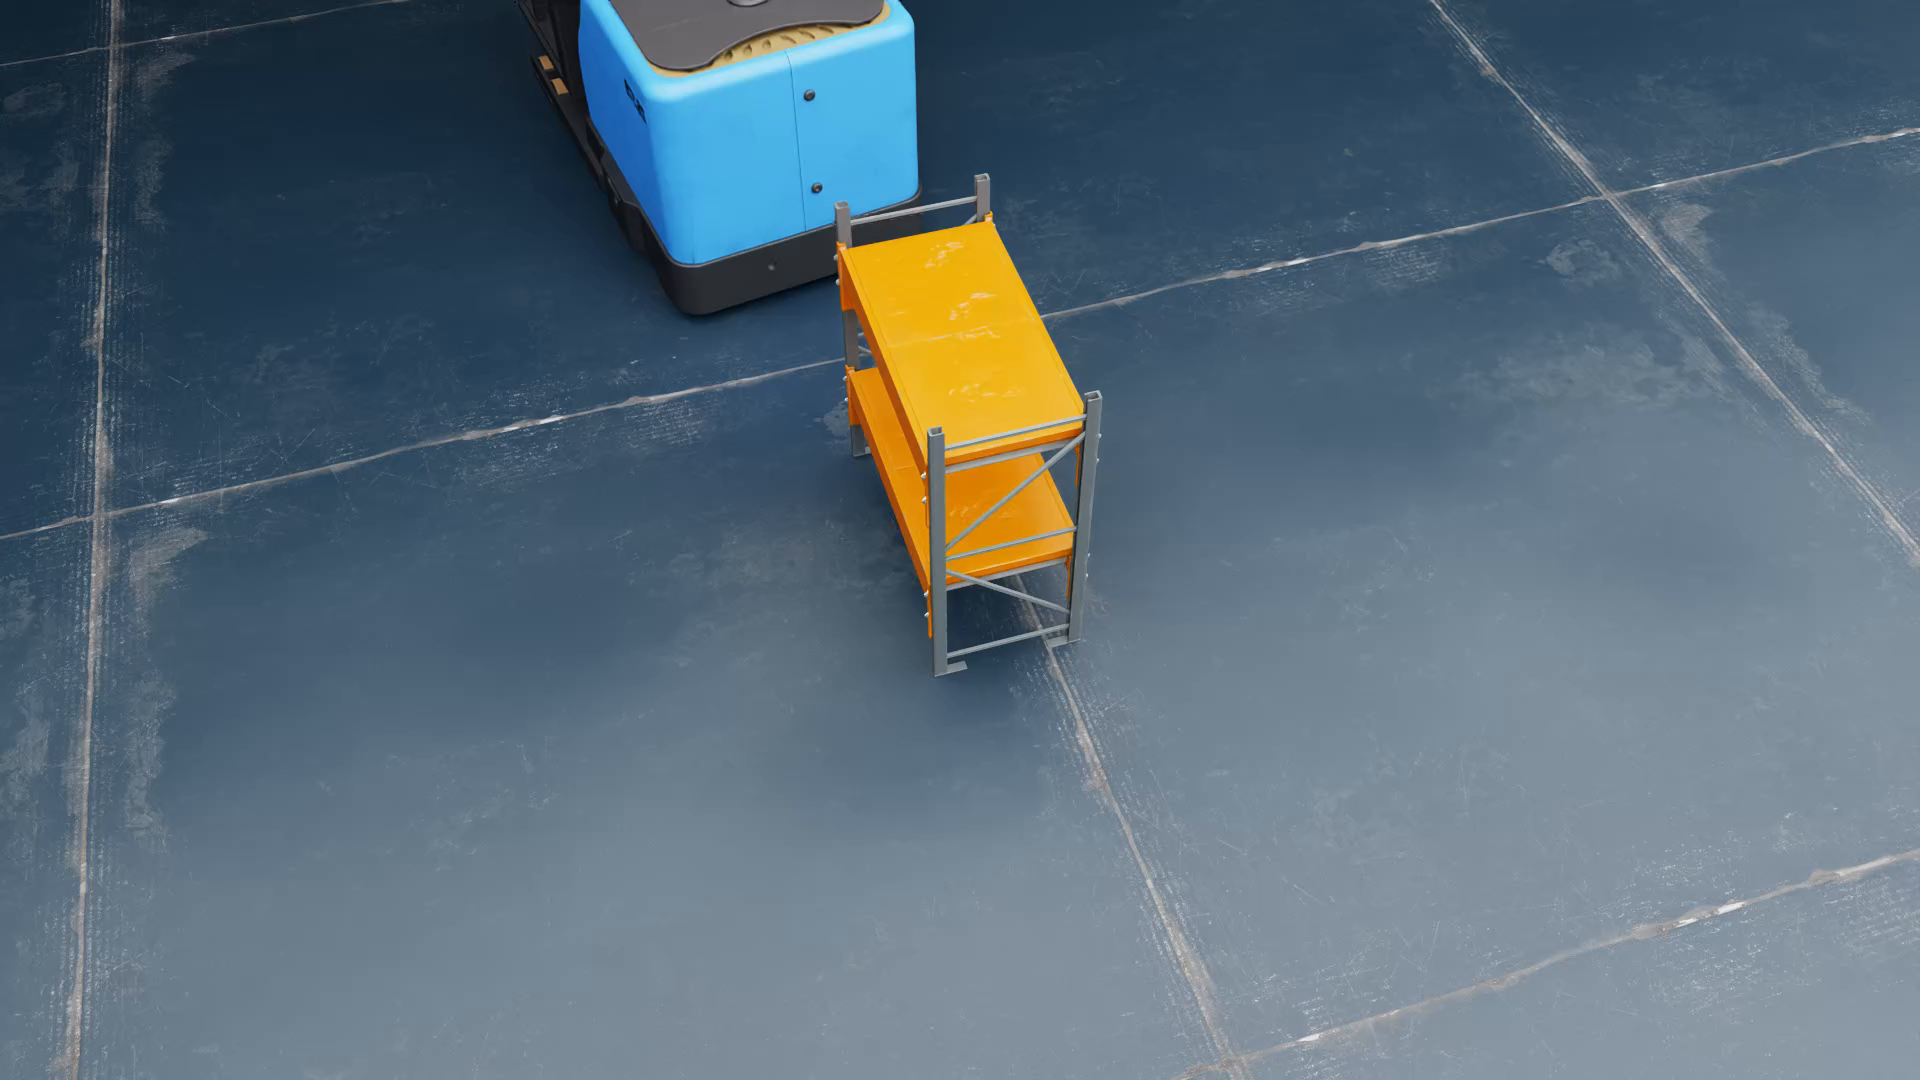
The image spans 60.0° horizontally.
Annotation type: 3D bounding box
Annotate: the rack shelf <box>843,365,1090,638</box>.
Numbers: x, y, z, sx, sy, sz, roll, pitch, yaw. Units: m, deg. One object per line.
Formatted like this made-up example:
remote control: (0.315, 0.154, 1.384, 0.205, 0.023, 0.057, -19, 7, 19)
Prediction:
rack shelf: (0.002, -0.200, 5.503, 0.538, 0.278, 1.000, -13, 51, -11)

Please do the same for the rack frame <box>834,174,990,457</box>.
rack frame: (-0.148, -0.729, 5.629, 0.500, 1.125, 0.032, -13, 51, -11)

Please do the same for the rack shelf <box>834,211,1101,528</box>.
rack shelf: (0.002, -0.546, 5.092, 0.538, 0.278, 1.000, -13, 51, -11)

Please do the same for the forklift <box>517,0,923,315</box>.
forklift: (-1.251, -2.950, 6.320, 1.130, 2.935, 3.031, -21, 53, -17)

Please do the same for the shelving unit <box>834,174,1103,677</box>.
shelving unit: (0.002, -0.358, 5.316, 0.538, 1.125, 1.048, -13, 51, -11)

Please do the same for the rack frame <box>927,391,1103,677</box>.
rack frame: (0.152, 0.014, 5.003, 0.500, 1.125, 0.032, -13, 51, -11)
